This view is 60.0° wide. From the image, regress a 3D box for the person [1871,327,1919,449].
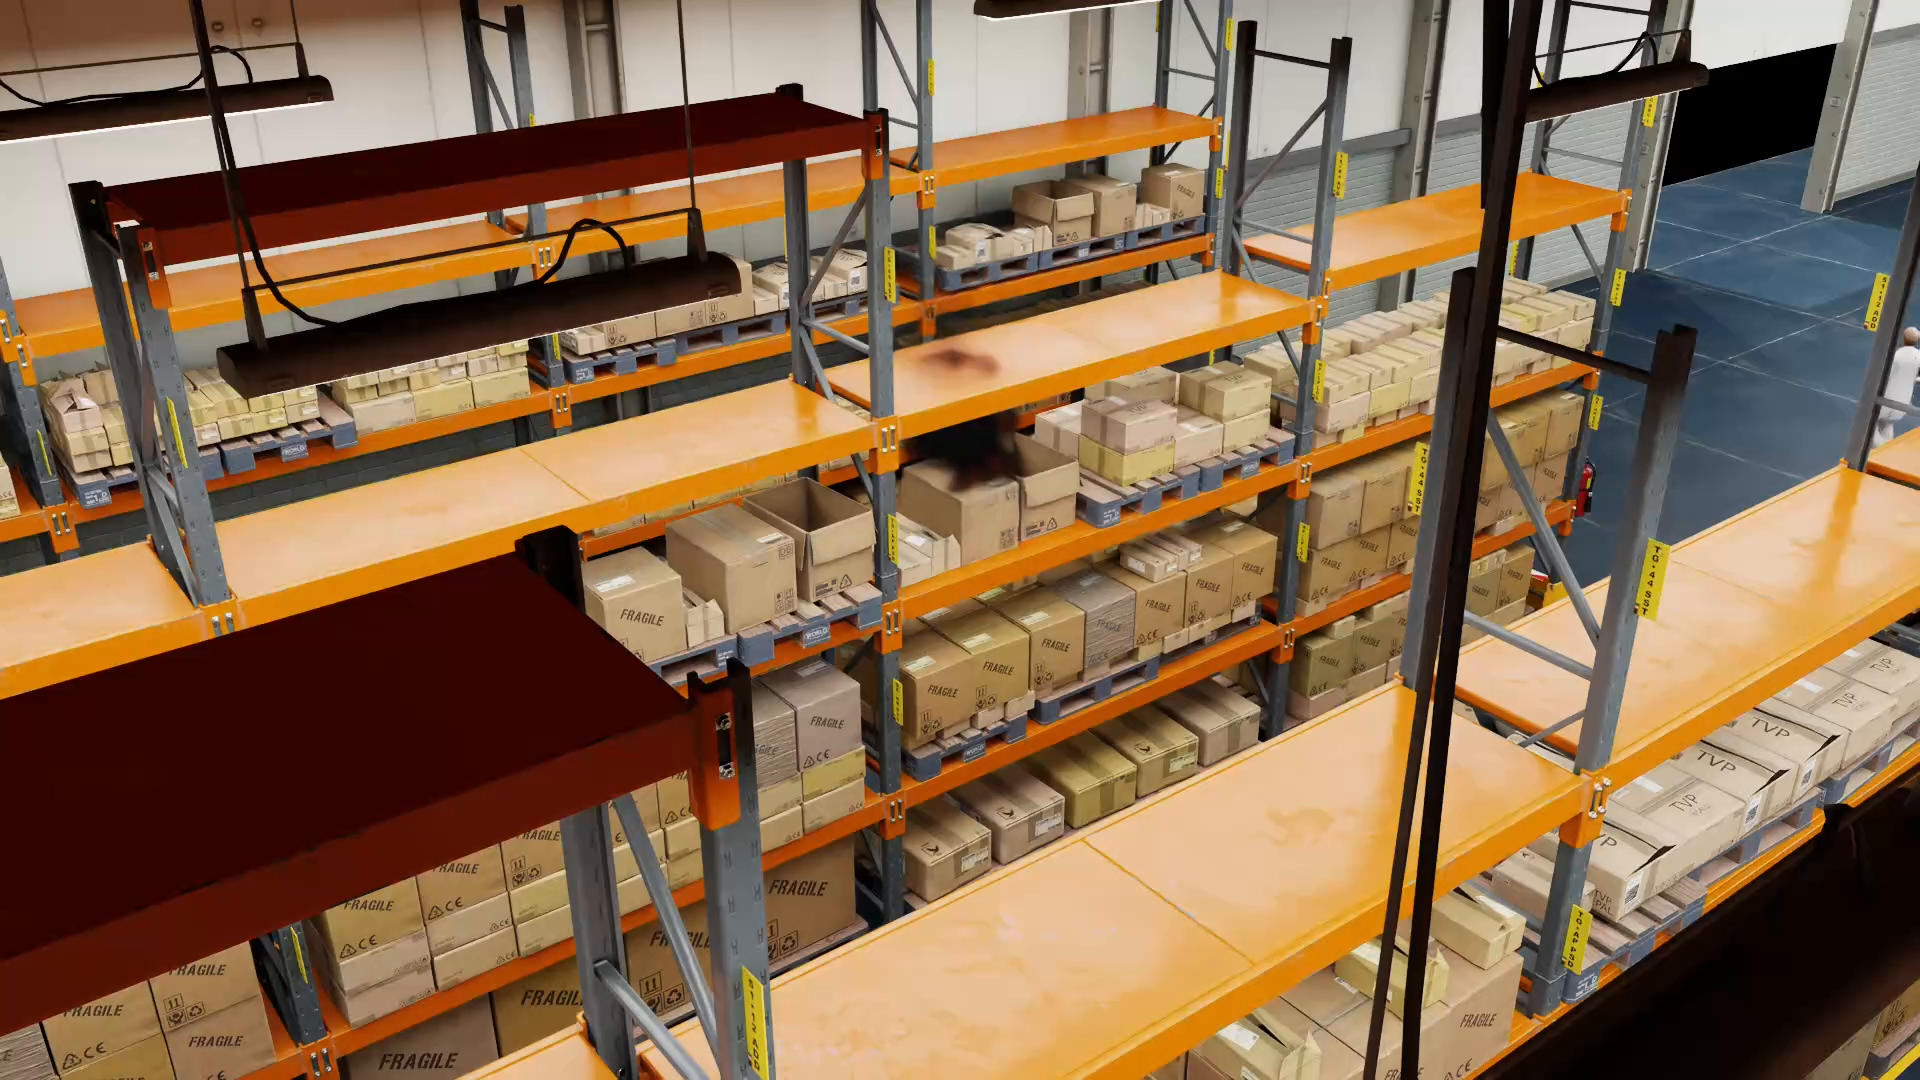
[{"bbox_3d":[10.965,-1.709,19.616,0.702,1.730,0.634,2,26,4],"label":"person"}]
